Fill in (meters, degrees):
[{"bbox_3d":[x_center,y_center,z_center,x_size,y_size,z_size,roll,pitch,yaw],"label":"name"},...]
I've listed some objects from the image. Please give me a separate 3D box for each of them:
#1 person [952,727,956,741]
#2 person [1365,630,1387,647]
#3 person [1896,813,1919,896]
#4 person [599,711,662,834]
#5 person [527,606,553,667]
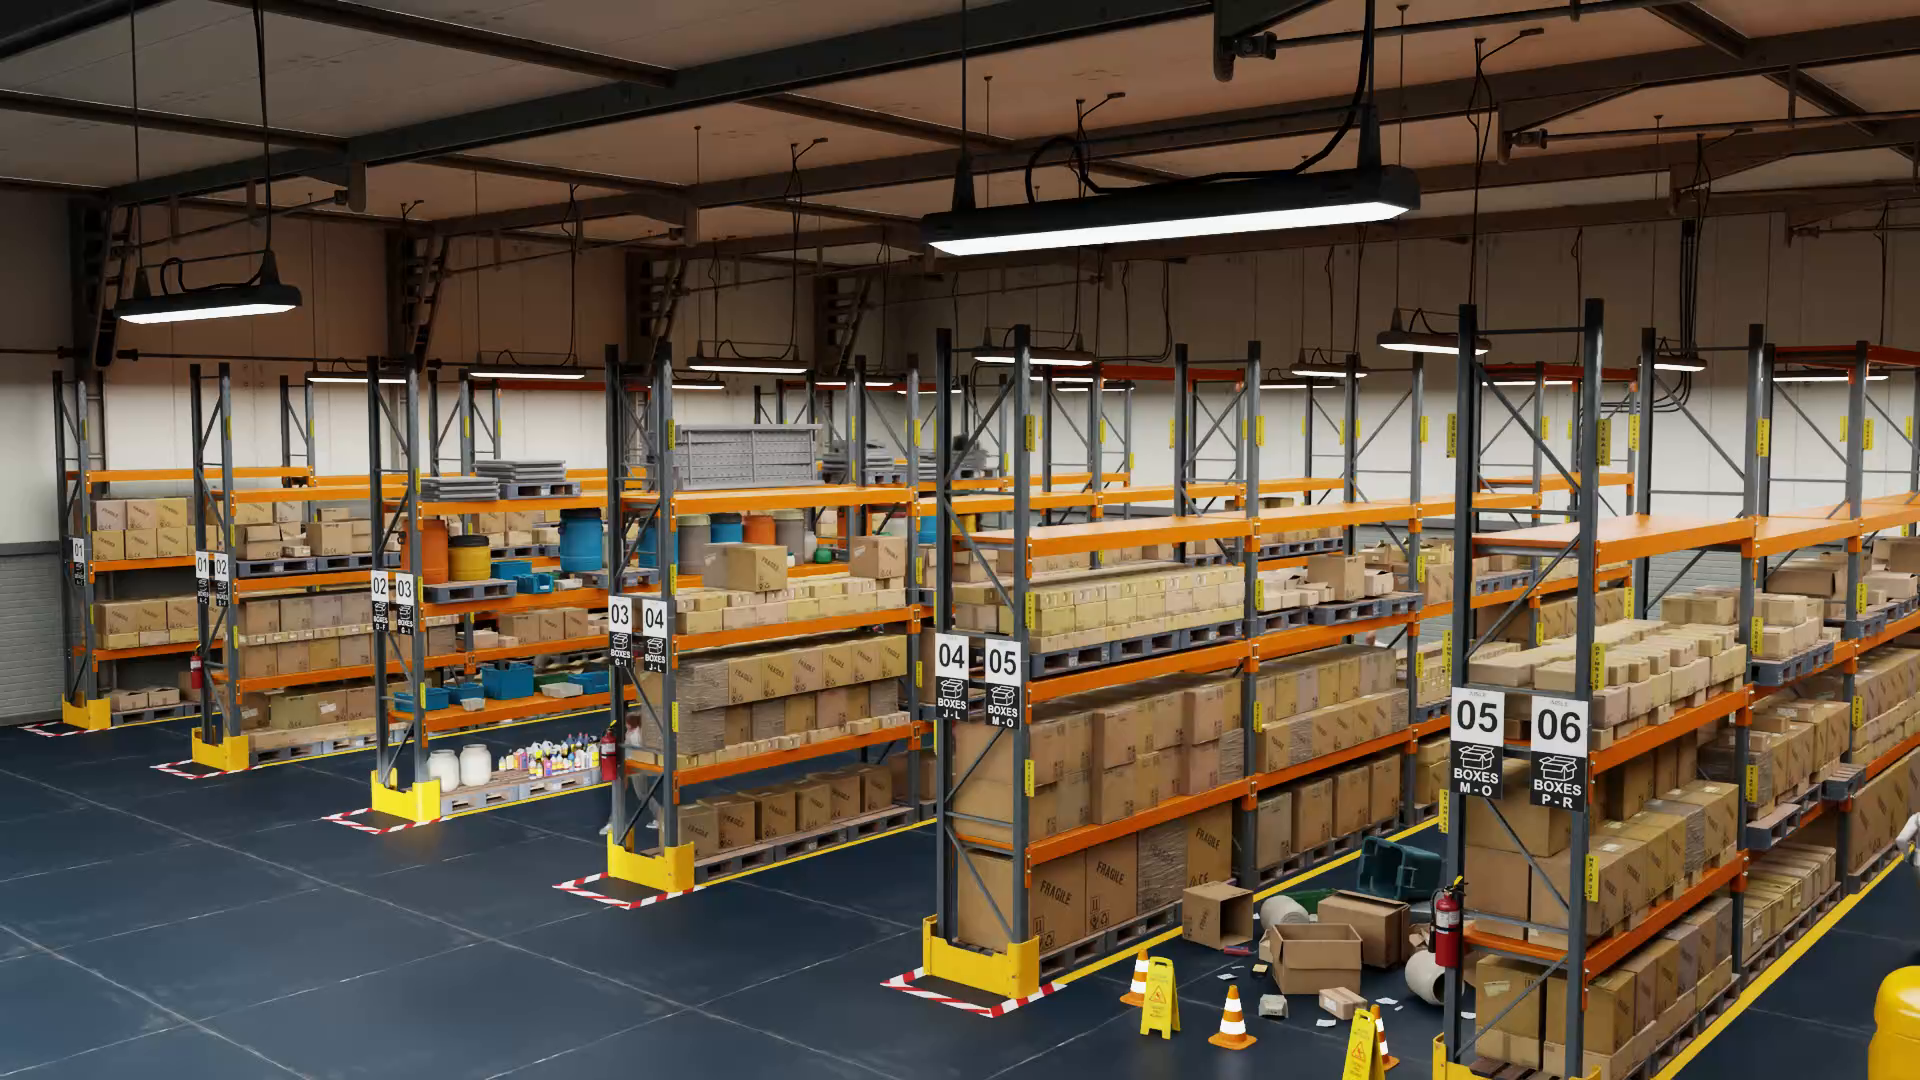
[{"bbox_3d":[-0.124,2.622,25.141,0.933,1.435,0.581,-3,5,-34],"label":"person"},{"bbox_3d":[7.242,2.347,28.888,1.044,1.379,0.724,-3,5,-33],"label":"person"},{"bbox_3d":[9.356,3.166,15.975,0.610,1.665,0.870,3,5,39],"label":"person"},{"bbox_3d":[-3.999,2.872,20.557,0.813,1.570,0.587,-2,5,-28],"label":"person"},{"bbox_3d":[-7.852,2.068,31.122,0.598,1.727,0.955,3,5,35],"label":"person"}]
